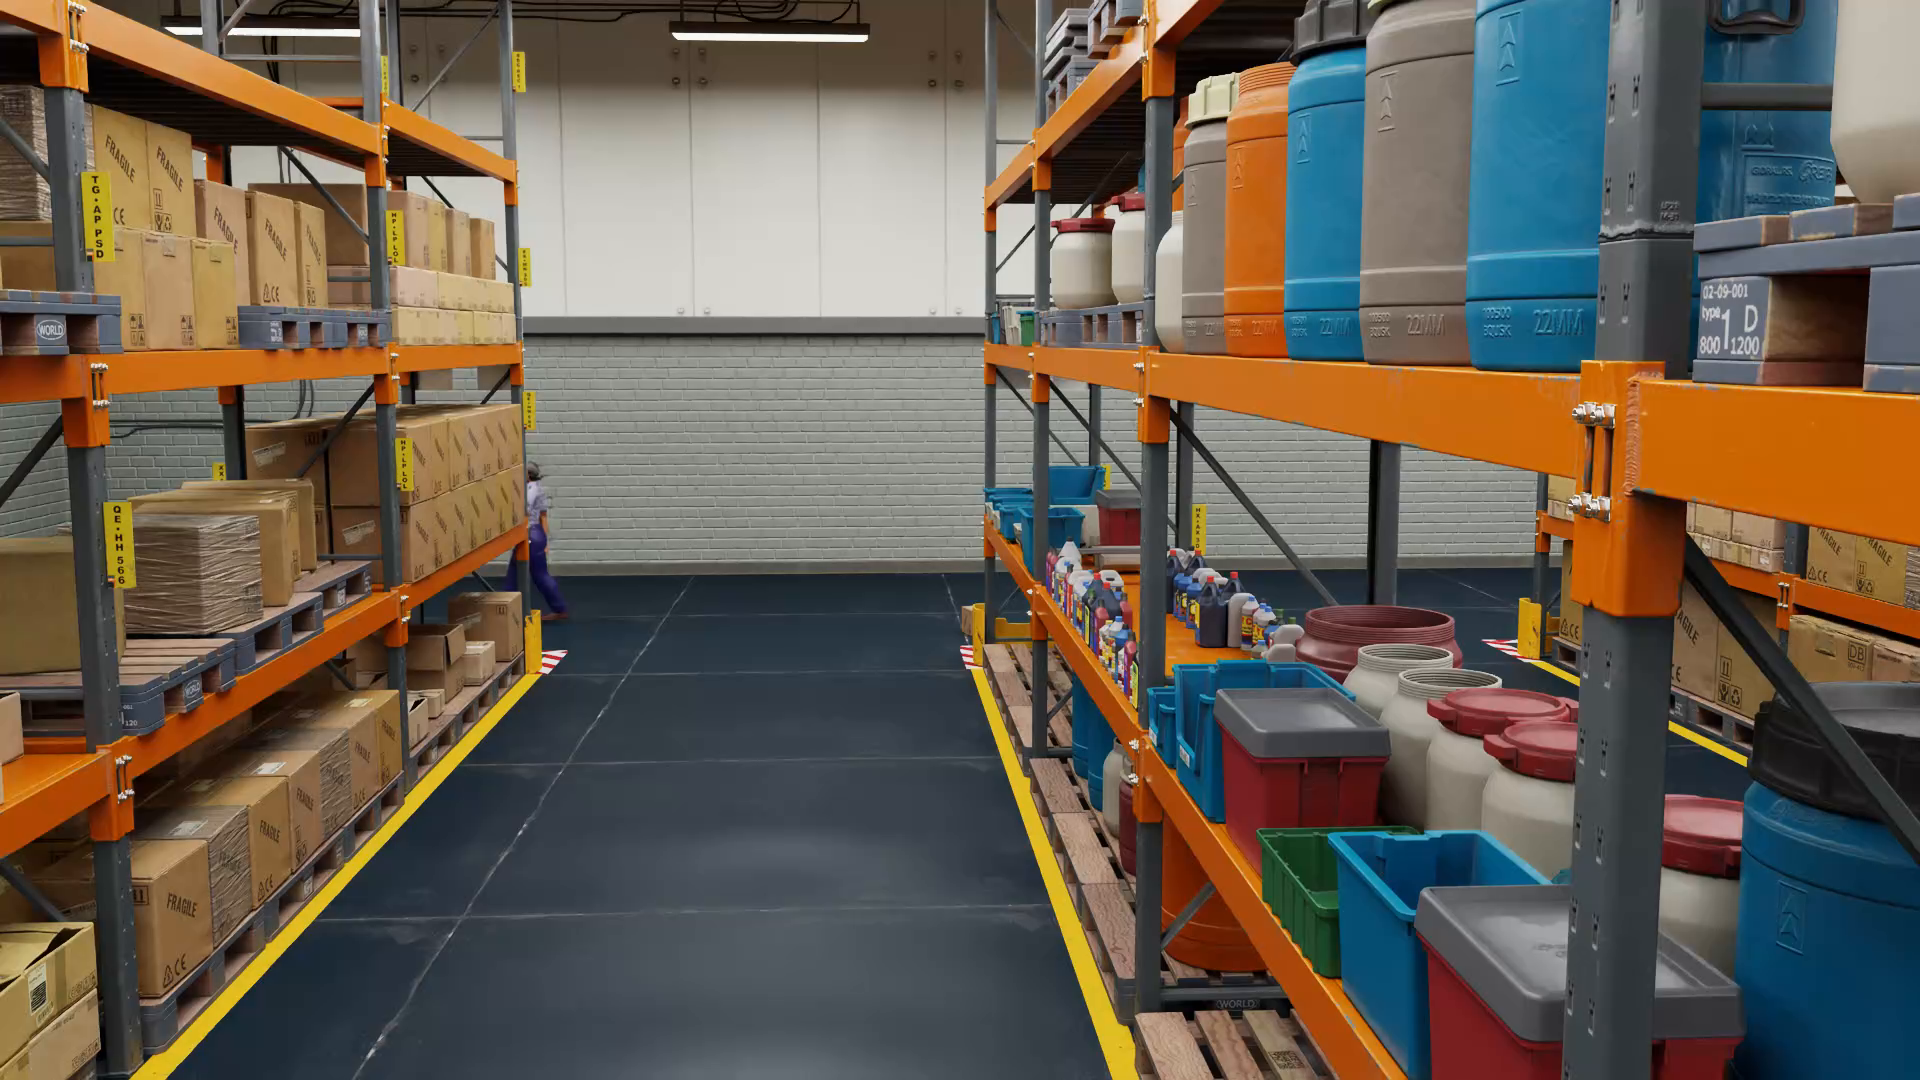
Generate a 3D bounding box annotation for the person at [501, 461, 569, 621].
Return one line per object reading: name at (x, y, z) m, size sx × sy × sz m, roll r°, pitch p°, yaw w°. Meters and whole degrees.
person at (-4.409, 0.011, 16.648) m, size 0.946 × 1.599 × 0.492 m, roll 0°, pitch 7°, yaw -2°
